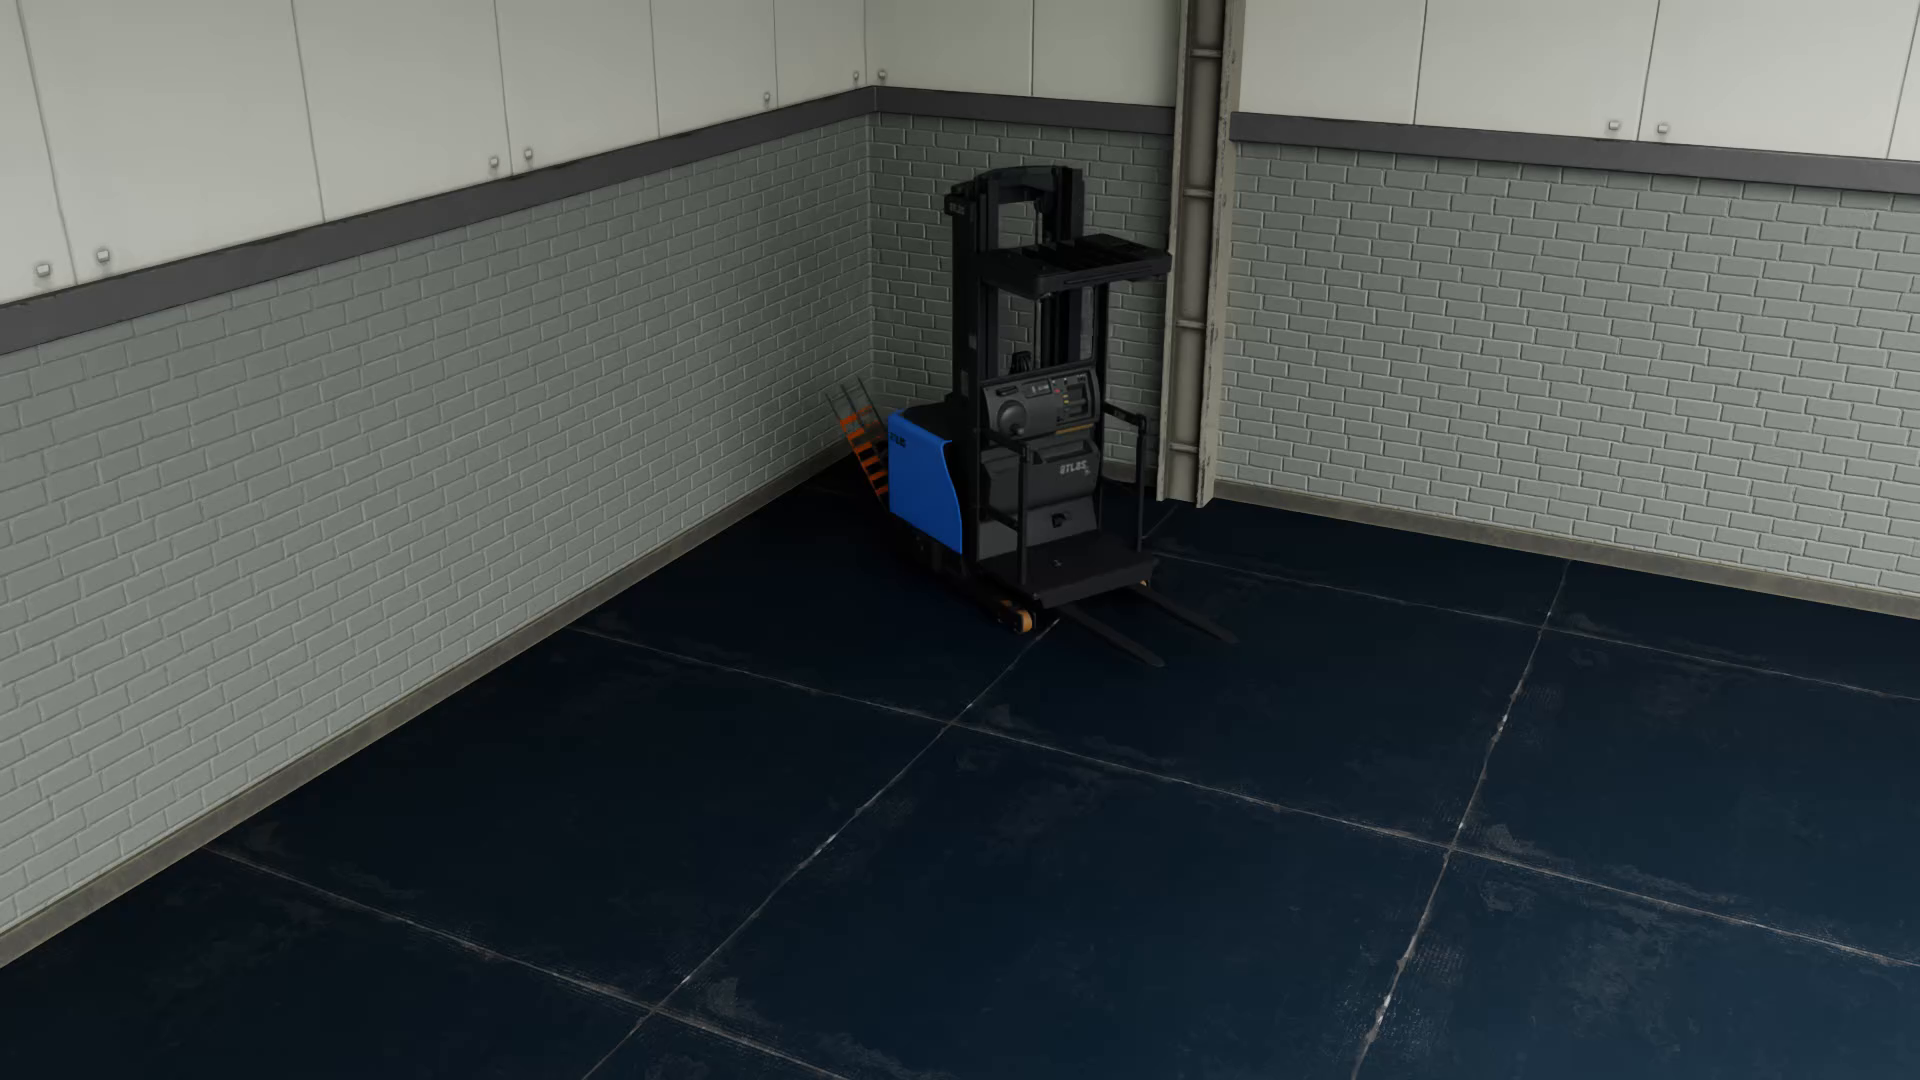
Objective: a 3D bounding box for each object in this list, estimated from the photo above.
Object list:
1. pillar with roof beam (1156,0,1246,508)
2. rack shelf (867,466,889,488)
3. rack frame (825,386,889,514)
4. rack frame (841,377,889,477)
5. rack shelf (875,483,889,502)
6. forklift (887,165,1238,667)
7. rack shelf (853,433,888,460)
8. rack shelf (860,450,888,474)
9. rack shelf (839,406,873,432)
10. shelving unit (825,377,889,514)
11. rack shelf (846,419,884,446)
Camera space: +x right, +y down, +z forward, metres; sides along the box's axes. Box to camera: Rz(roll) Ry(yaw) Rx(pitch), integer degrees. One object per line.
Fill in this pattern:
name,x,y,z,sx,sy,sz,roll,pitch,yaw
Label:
pillar with roof beam,-0.108,-2.981,8.261,0.400,9.000,9.100,11,25,25
rack shelf,-0.565,-0.516,12.883,0.180,0.103,0.258,-23,7,36
rack frame,-0.707,-0.633,12.921,0.006,1.200,0.240,-23,7,36
rack frame,-0.571,-0.690,12.813,0.006,1.200,0.240,-23,7,36
rack shelf,-0.510,-0.409,12.895,0.180,0.103,0.258,-23,7,36
forklift,0.679,-0.923,11.175,1.130,2.935,3.031,-14,27,-30
rack shelf,-0.674,-0.728,12.859,0.180,0.103,0.258,-23,7,36
rack shelf,-0.619,-0.622,12.871,0.180,0.103,0.258,-23,7,36
rack shelf,-0.782,-0.941,12.836,0.180,0.103,0.258,-23,7,36
shelving unit,-0.639,-0.661,12.867,0.189,1.200,0.258,-23,7,36
rack shelf,-0.728,-0.835,12.848,0.180,0.103,0.258,-23,7,36
